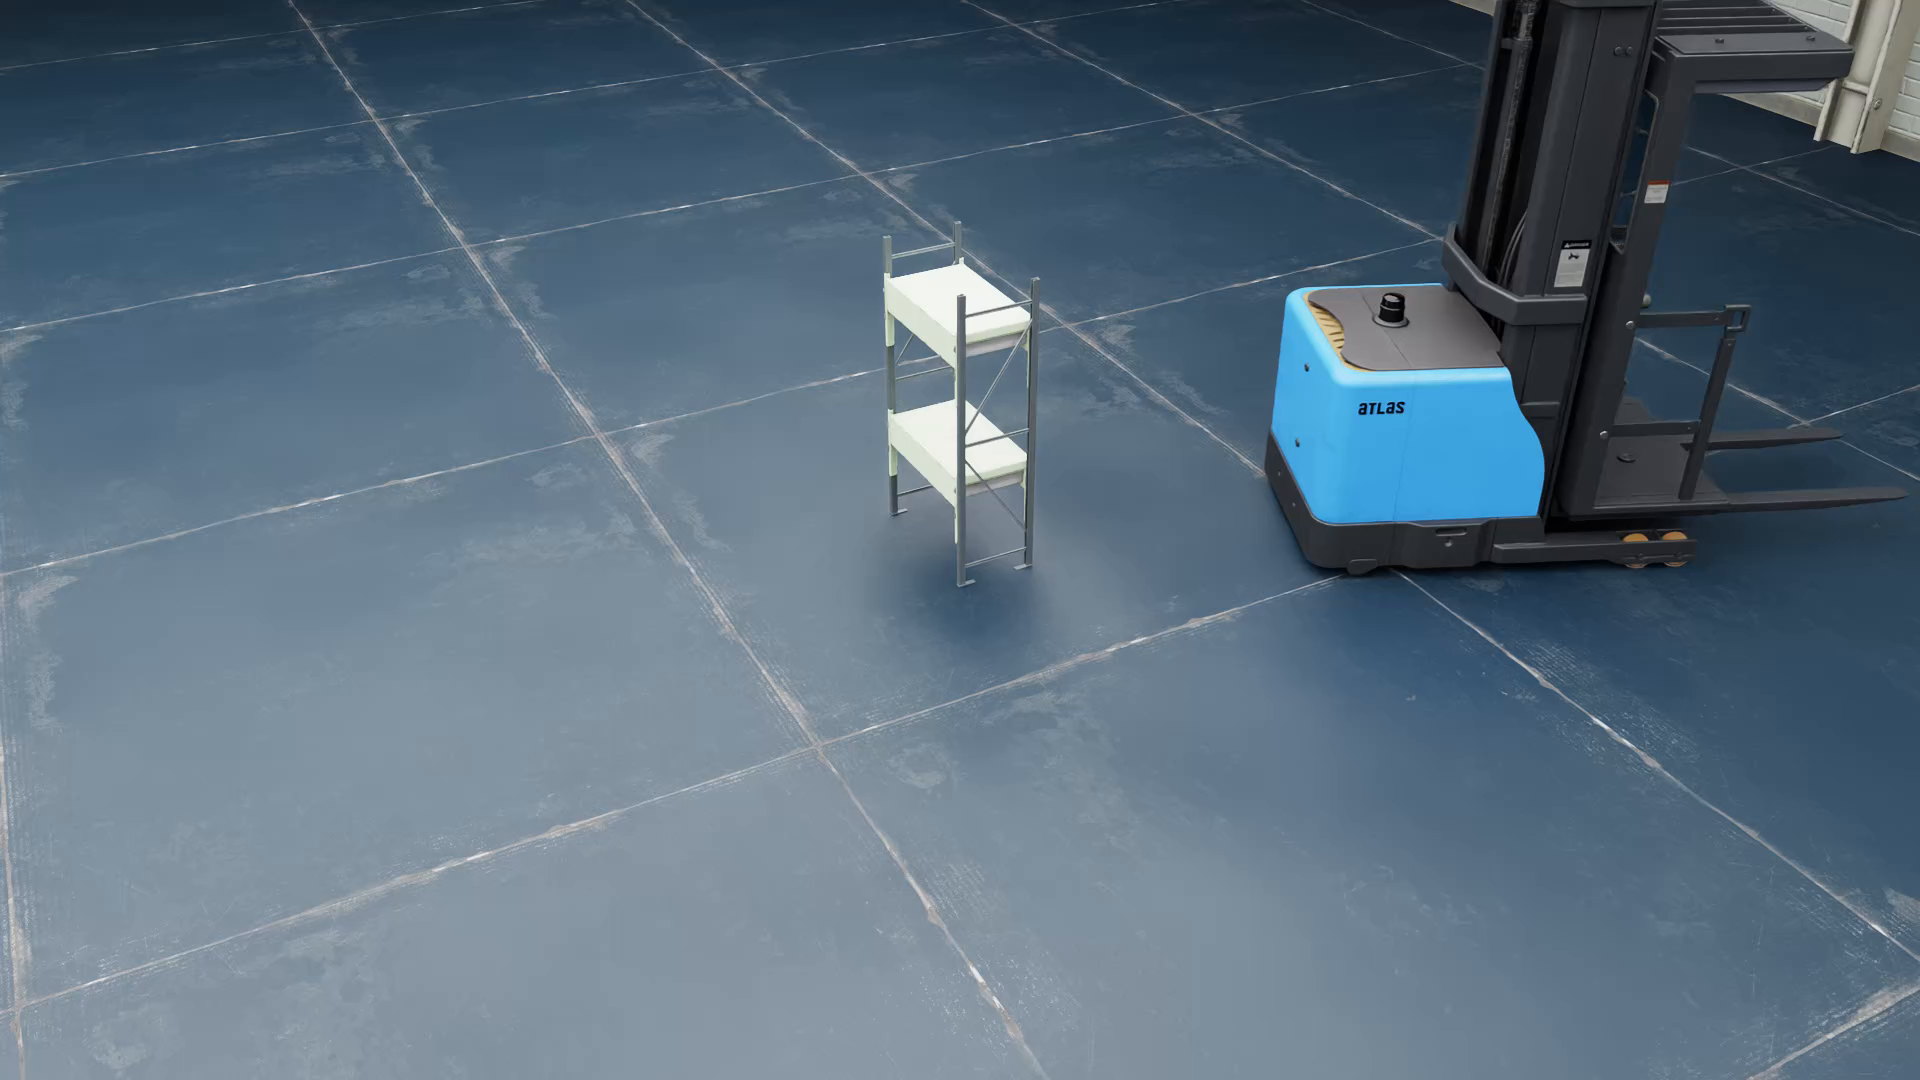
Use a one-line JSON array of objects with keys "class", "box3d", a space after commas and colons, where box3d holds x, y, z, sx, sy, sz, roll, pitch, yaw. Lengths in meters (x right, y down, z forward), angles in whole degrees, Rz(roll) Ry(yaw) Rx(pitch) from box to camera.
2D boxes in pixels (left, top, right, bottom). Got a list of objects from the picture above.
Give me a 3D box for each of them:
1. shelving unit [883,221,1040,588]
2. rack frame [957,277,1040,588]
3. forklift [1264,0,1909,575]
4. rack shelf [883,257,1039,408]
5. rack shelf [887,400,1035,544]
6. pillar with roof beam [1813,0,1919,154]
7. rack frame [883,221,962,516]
[{"class": "shelving unit", "box3d": [-0.003, -0.635, 7.850, 0.431, 1.500, 0.755, -16, 36, -23]}, {"class": "rack frame", "box3d": [0.168, -0.460, 7.578, 0.400, 1.500, 0.023, -16, 36, -23]}, {"class": "forklift", "box3d": [3.135, -1.381, 7.688, 3.031, 2.935, 1.130, -2, 33, -4]}, {"class": "rack shelf", "box3d": [-0.003, -0.963, 7.640, 0.431, 0.370, 0.720, -16, 36, -23]}, {"class": "rack shelf", "box3d": [-0.003, -0.360, 8.026, 0.431, 0.370, 0.720, -16, 36, -23]}, {"class": "pillar with roof beam", "box3d": [3.206, -5.842, 9.027, 9.100, 9.000, 0.400, -16, 36, -23]}, {"class": "rack frame", "box3d": [-0.174, -0.809, 8.123, 0.400, 1.500, 0.023, -16, 36, -23]}]
